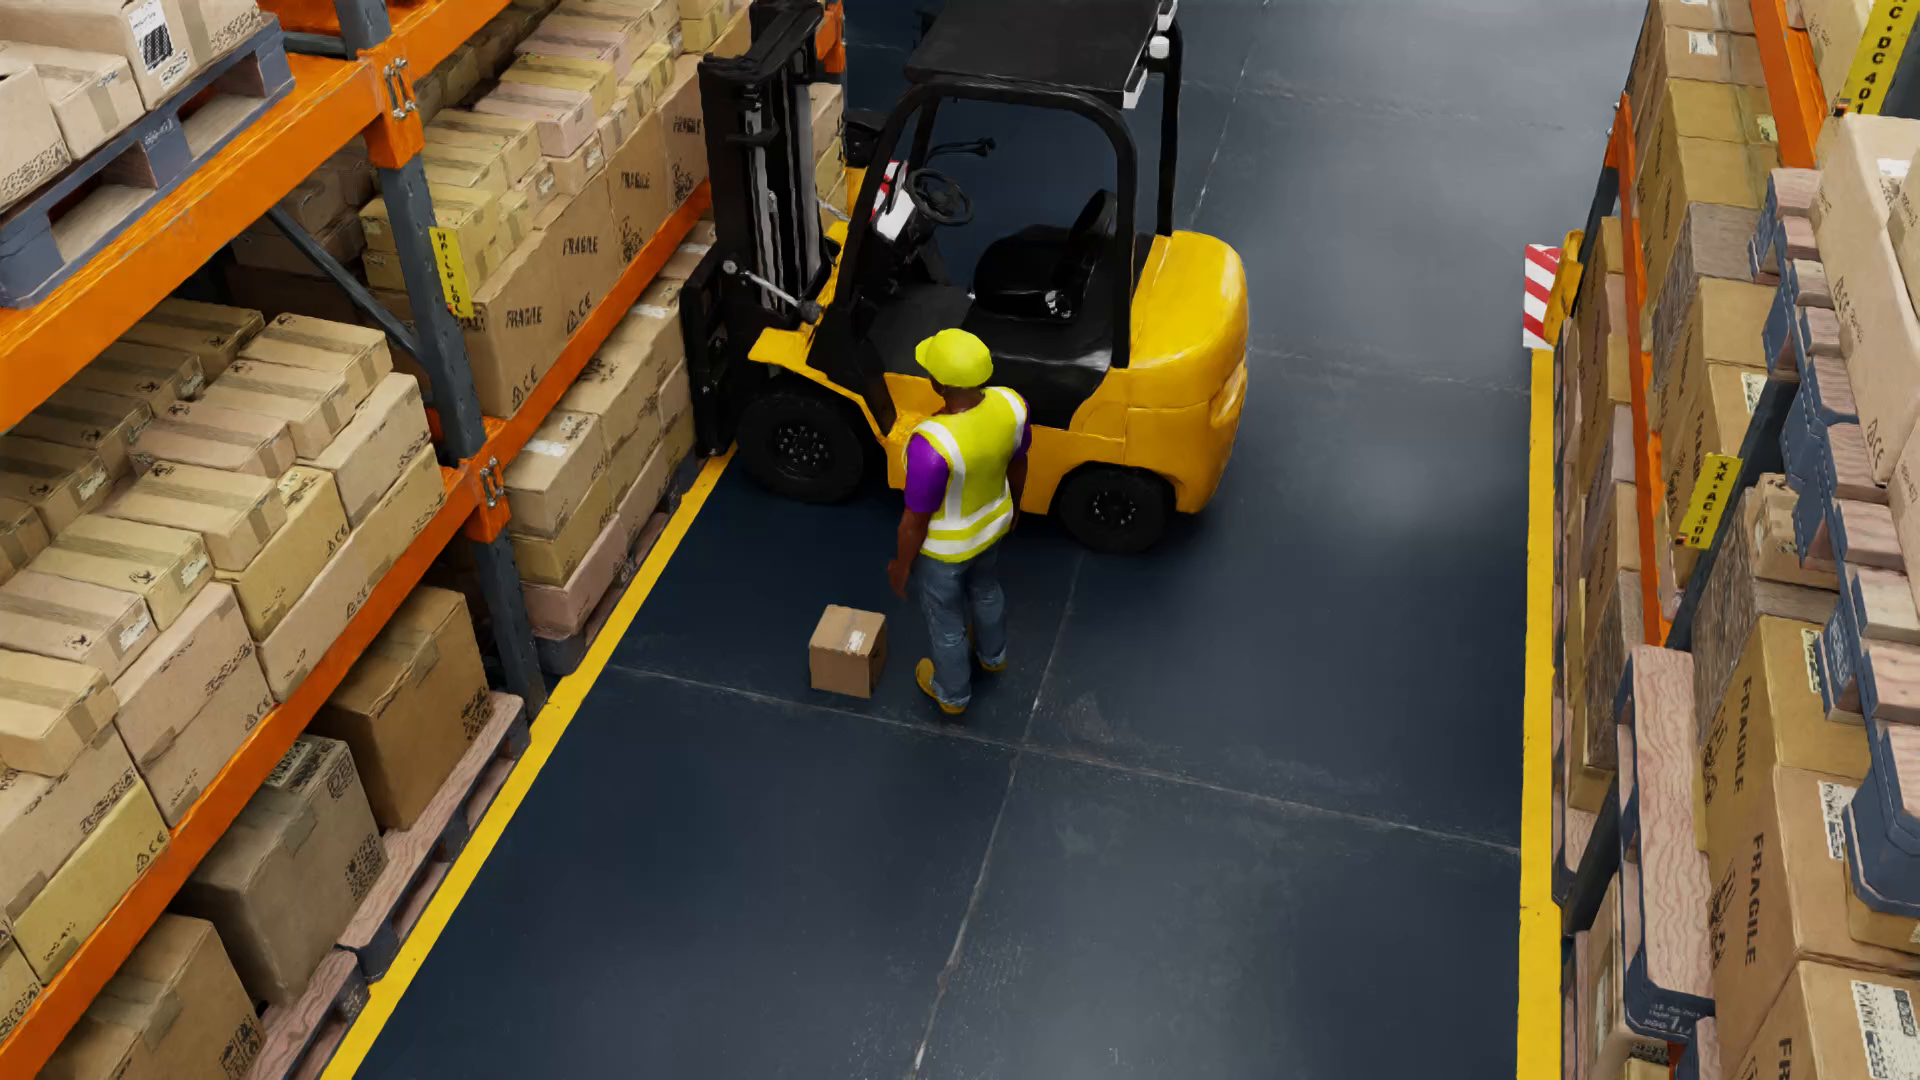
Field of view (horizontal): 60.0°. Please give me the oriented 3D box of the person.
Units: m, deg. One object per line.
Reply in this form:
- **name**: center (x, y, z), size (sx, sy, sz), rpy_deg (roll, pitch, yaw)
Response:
- **person**: center (-0.012, -0.067, 6.204), size (0.421, 1.773, 0.683), rpy_deg (32, 50, 32)
